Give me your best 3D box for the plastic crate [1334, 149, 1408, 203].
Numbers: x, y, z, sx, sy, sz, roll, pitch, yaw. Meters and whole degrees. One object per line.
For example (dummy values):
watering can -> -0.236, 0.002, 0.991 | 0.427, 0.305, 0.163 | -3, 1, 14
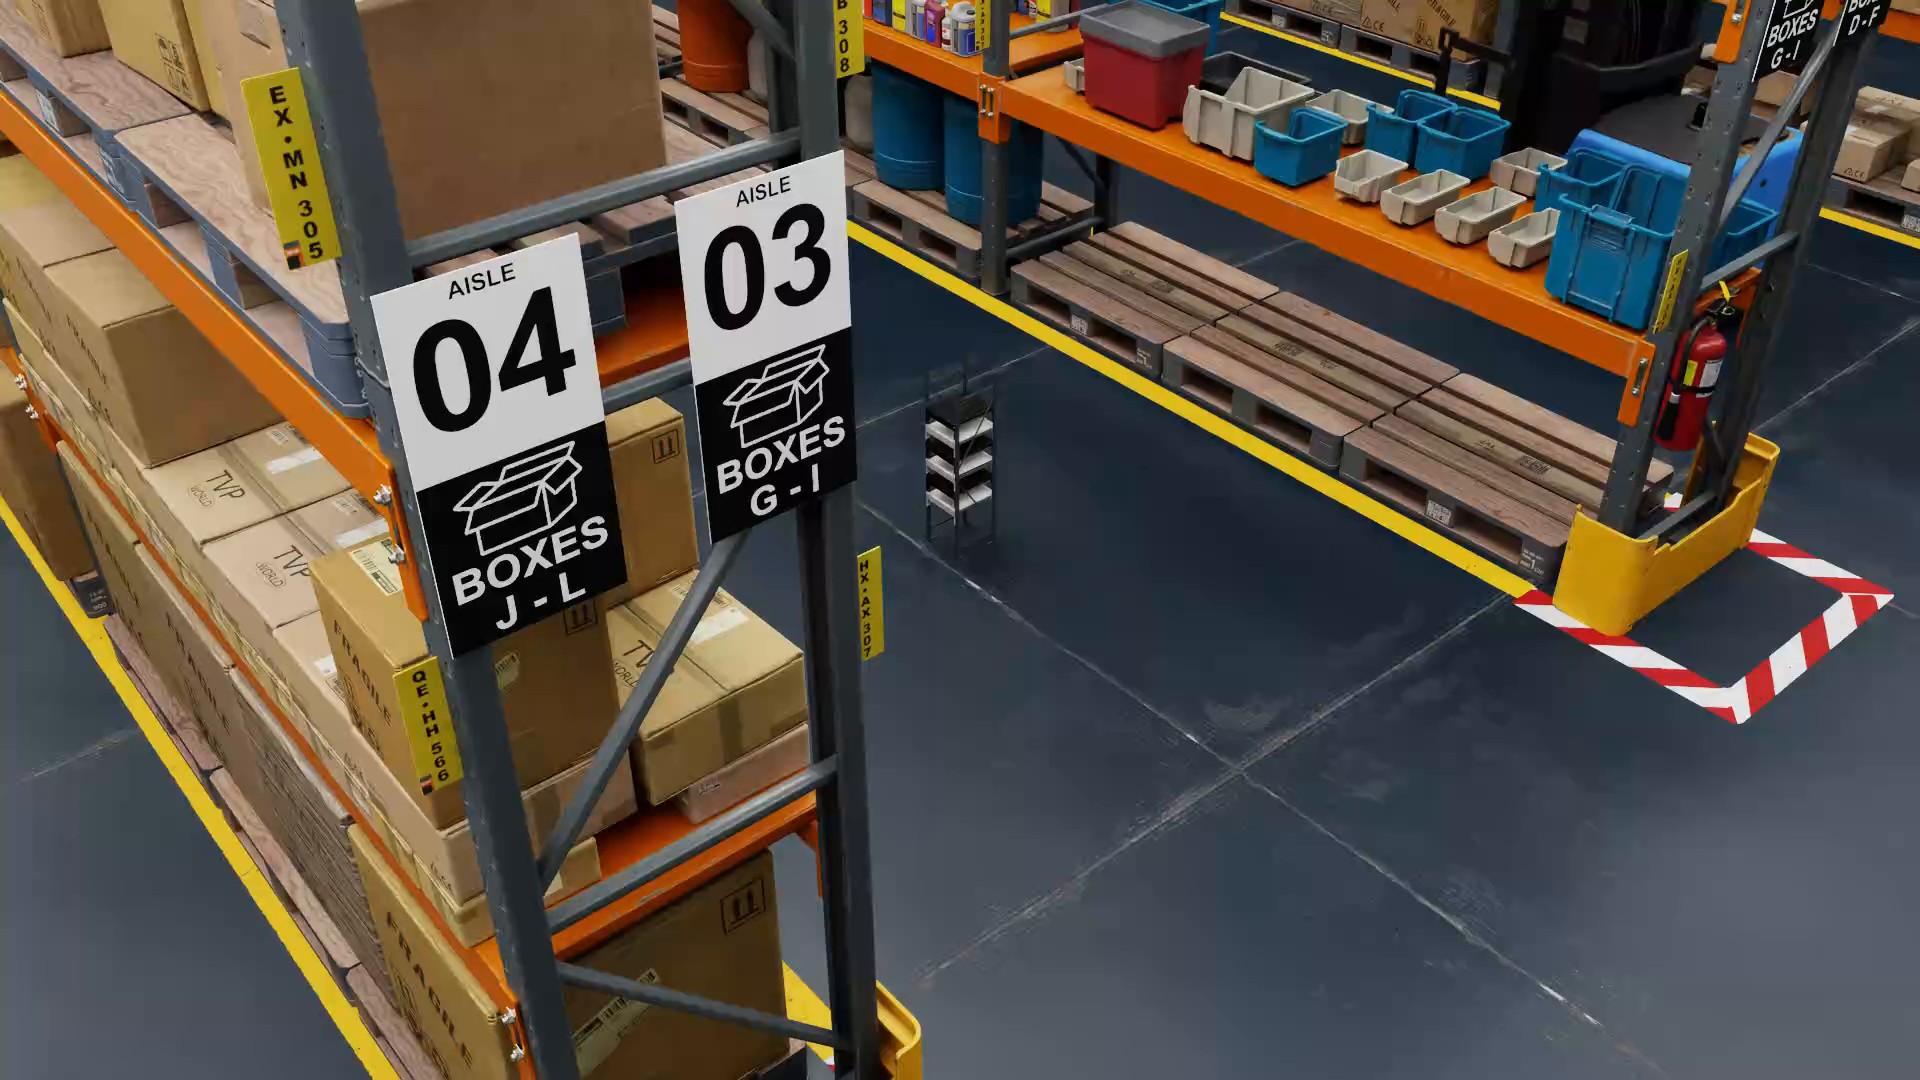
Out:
plastic crate -> 1.880, -1.672, 7.691 | 0.298, 0.136, 0.250 | -26, 43, -32

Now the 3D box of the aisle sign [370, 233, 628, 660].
aisle sign -> -0.843, -0.161, 3.133 | 0.394, 0.787, 0.004 | -26, 43, -32

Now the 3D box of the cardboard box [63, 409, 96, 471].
cardboard box -> -2.964, -0.421, 5.966 | 0.380, 0.149, 0.250 | -25, 42, -30

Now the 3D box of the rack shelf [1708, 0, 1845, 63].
rack shelf -> 1.833, -2.905, 7.283 | 1.077, 0.370, 4.000 | -26, 43, -32

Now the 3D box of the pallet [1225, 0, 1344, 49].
pallet -> 2.983, -4.449, 13.849 | 1.003, 0.211, 1.213 | -26, 43, -32

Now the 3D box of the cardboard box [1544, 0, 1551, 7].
cardboard box -> 4.203, -4.167, 12.820 | 0.500, 0.500, 0.500 | -28, 44, -34

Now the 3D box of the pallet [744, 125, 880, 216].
pallet -> -0.715, -2.614, 11.259 | 1.003, 0.211, 1.213 | -26, 43, -32

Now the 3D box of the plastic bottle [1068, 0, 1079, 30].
plastic bottle -> 0.632, -3.131, 9.676 | 0.061, 0.283, 0.133 | -26, 43, -32

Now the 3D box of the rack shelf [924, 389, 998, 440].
rack shelf -> 0.005, -0.557, 7.348 | 0.258, 0.077, 0.200 | -26, 43, -32

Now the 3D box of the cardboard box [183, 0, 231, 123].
cardboard box -> -1.307, -1.224, 3.751 | 0.700, 0.500, 0.500 | -28, 44, -33

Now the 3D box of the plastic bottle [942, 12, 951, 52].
plastic bottle -> -0.055, -2.871, 9.380 | 0.097, 0.201, 0.097 | 0, 35, 0

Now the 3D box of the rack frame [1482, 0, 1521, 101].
rack frame -> 4.329, -4.703, 11.795 | 1.000, 3.000, 0.127 | -26, 43, -32

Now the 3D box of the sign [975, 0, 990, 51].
sign -> 0.121, -2.766, 8.820 | 0.100, 0.325, 0.005 | -26, 43, -32

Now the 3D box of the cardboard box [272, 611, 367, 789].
cardboard box -> -1.502, 0.357, 4.523 | 0.500, 0.250, 0.500 | -27, 43, -33

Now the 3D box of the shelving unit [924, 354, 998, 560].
shelving unit -> 0.005, -0.364, 7.485 | 0.258, 0.900, 0.210 | -26, 43, -32

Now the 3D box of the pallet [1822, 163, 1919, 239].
pallet -> 6.346, -2.184, 10.652 | 1.003, 0.211, 1.213 | -26, 43, -32

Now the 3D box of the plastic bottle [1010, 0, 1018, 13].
plastic bottle -> 0.299, -3.315, 9.942 | 0.152, 0.276, 0.135 | -26, 43, -32

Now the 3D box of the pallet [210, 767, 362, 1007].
pallet -> -2.019, 1.032, 6.110 | 1.003, 0.211, 1.213 | -26, 43, -32

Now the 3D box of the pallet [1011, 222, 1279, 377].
pallet -> 1.047, -1.409, 9.557 | 1.003, 0.211, 1.213 | -26, 43, -32

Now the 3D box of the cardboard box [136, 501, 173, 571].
cardboard box -> -2.468, -0.081, 5.486 | 0.380, 0.149, 0.250 | -25, 43, -31

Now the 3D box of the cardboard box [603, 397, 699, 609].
cardboard box -> -1.086, -0.143, 4.581 | 0.500, 0.500, 0.500 | -27, 43, -33

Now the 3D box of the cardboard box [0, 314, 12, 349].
cardboard box -> -3.752, -1.155, 6.699 | 0.500, 0.500, 0.500 | -26, 43, -32

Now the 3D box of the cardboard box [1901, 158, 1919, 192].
cardboard box -> 6.178, -2.321, 10.503 | 0.380, 0.166, 0.250 | -26, 43, -32

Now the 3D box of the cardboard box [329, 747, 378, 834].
cardboard box -> -1.472, 0.598, 4.527 | 0.380, 0.149, 0.250 | -26, 43, -32

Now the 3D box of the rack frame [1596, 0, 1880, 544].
rack frame -> 3.124, -1.091, 6.695 | 1.000, 3.000, 0.127 | -26, 43, -32

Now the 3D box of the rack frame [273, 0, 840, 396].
rack frame -> -0.660, -1.692, 2.353 | 1.000, 3.000, 0.127 | -26, 43, -32

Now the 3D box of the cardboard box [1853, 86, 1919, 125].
cardboard box -> 6.131, -2.782, 11.081 | 0.500, 0.250, 0.500 | -26, 43, -32

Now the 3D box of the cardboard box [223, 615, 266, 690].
cardboard box -> -1.969, 0.260, 5.006 | 0.380, 0.149, 0.250 | -26, 43, -32

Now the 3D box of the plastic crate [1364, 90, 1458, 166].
plastic crate -> 2.173, -1.993, 8.062 | 0.416, 0.233, 0.300 | -26, 43, -32

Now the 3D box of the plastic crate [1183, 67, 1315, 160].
plastic crate -> 1.387, -2.090, 8.157 | 0.437, 0.282, 0.530 | -26, 43, -32

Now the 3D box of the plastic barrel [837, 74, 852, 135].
plastic barrel -> -0.981, -3.102, 11.258 | 0.600, 0.588, 0.708 | -26, 43, -32

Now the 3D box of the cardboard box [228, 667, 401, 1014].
cardboard box -> -1.721, 0.797, 5.504 | 0.875, 0.875, 0.875 | -26, 43, -32

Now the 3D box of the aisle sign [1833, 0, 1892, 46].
aisle sign -> 3.397, -2.231, 6.056 | 0.394, 0.787, 0.004 | -26, 43, -32

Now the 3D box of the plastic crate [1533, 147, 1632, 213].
plastic crate -> 2.791, -1.570, 7.464 | 0.416, 0.233, 0.300 | -26, 43, -32

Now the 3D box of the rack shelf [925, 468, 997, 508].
rack shelf -> 0.005, -0.263, 7.556 | 0.258, 0.077, 0.200 | -26, 43, -32

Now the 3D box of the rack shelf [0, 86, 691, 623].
rack shelf -> -1.951, -1.057, 4.675 | 1.077, 0.370, 4.000 | -26, 43, -32

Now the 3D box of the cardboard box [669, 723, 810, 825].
cardboard box -> -0.637, 0.579, 4.555 | 0.380, 0.149, 0.250 | -25, 43, -31

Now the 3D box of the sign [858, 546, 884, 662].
sign -> -0.232, 0.166, 4.102 | 0.100, 0.325, 0.005 | -26, 43, -32

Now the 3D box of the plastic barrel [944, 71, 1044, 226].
plastic barrel -> 0.204, -2.419, 10.022 | 0.600, 0.901, 0.708 | -26, 43, -32

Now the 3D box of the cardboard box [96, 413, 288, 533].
cardboard box -> -2.482, -0.317, 5.475 | 0.500, 0.250, 0.500 | -25, 42, -31

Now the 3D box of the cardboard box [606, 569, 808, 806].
cardboard box -> -0.763, 0.383, 4.486 | 0.500, 0.250, 0.500 | -27, 43, -33

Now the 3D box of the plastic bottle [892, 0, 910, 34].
plastic bottle -> -0.301, -3.121, 9.604 | 0.144, 0.351, 0.185 | -26, 43, -32

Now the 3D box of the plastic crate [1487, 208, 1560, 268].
plastic crate -> 2.459, -1.301, 7.167 | 0.396, 0.136, 0.243 | -26, 43, -32

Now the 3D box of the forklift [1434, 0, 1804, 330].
forklift -> 3.368, -3.054, 9.526 | 1.130, 2.935, 3.031 | -22, 41, -28

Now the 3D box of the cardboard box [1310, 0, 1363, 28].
cardboard box -> 3.155, -4.416, 13.173 | 0.500, 0.500, 0.500 | -25, 43, -31

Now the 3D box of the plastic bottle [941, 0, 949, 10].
plastic bottle -> -0.111, -3.046, 9.627 | 0.097, 0.201, 0.097 | 0, 35, 0

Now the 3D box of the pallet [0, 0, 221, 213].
pallet -> -1.938, -1.294, 4.464 | 1.003, 0.211, 1.213 | -26, 43, -32

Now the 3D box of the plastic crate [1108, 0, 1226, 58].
plastic crate -> 1.104, -2.796, 9.065 | 0.392, 0.384, 0.575 | -26, 43, -32

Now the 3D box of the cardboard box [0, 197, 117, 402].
cardboard box -> -2.816, -0.849, 5.577 | 0.500, 0.500, 0.500 | -26, 43, -32
